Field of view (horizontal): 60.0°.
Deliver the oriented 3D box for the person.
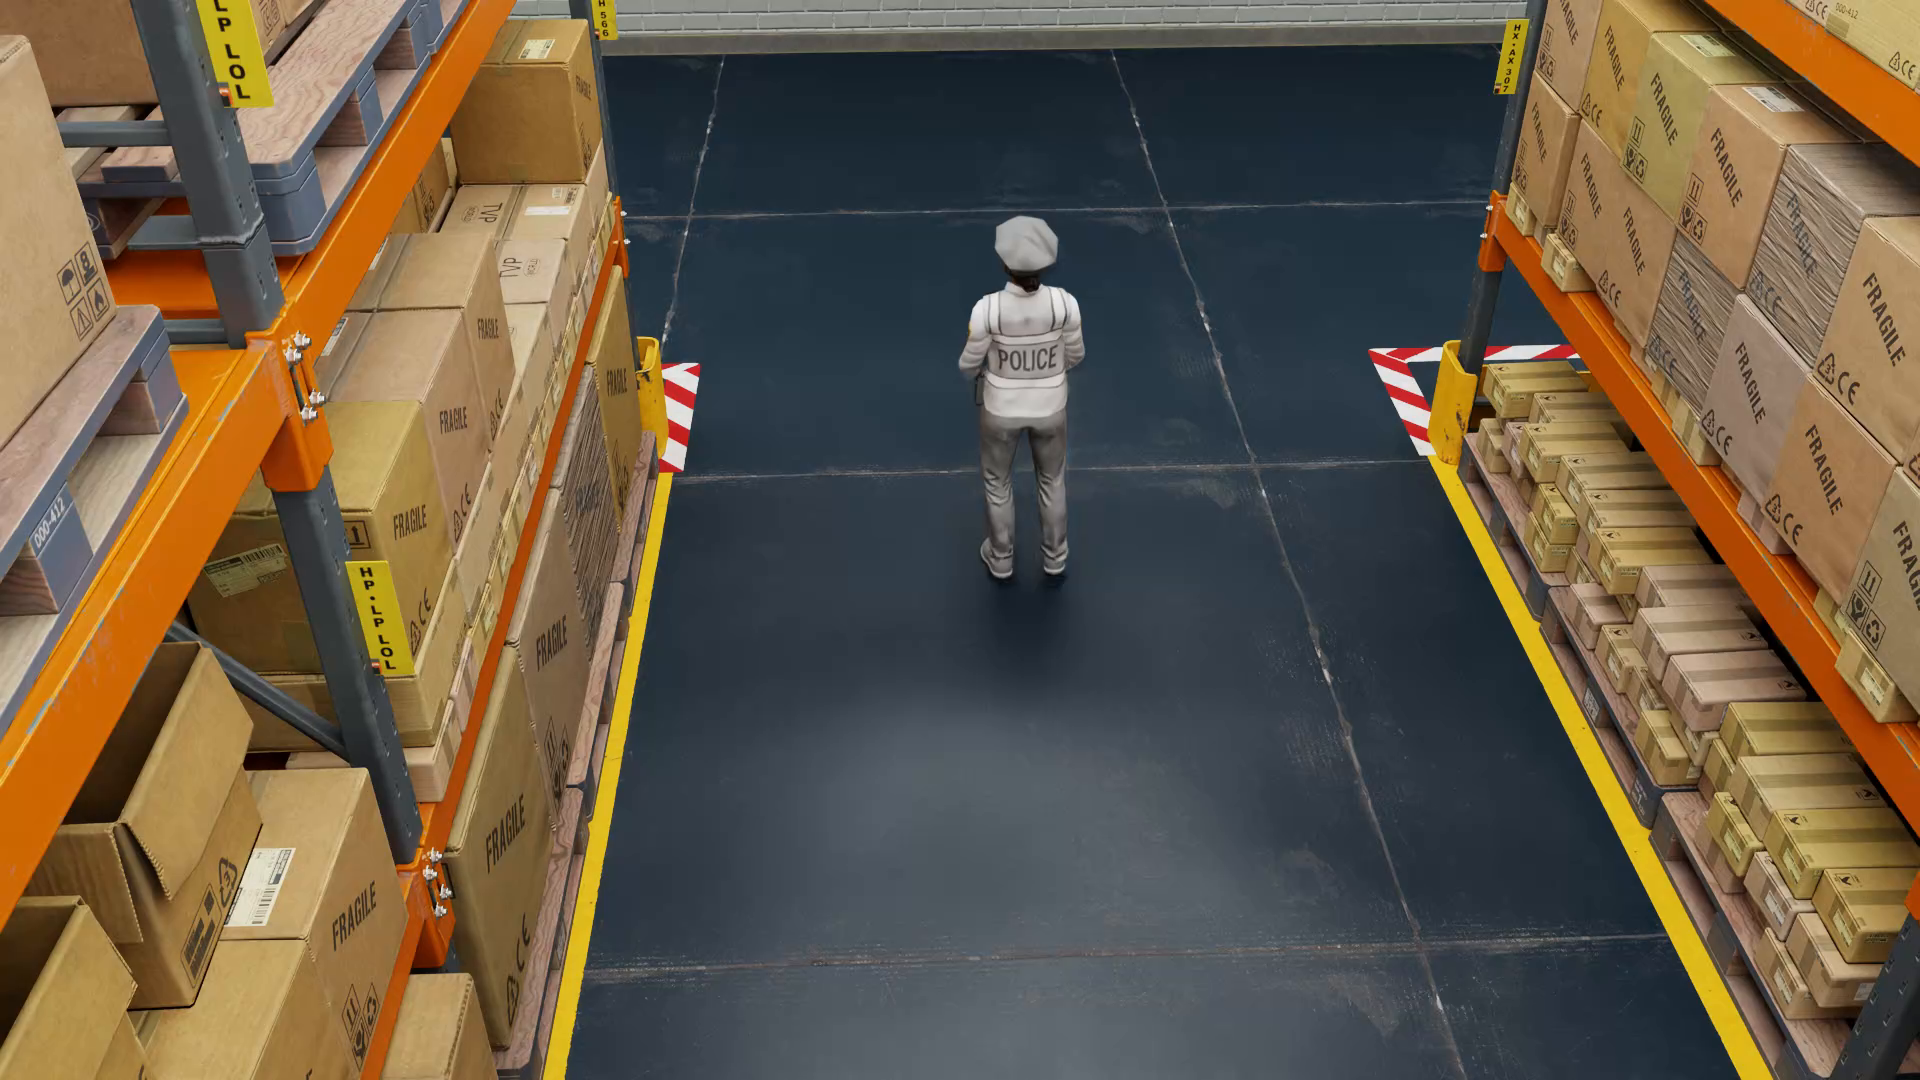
[{"bbox_3d":[0.248,-0.574,6.920,0.520,1.700,0.472,-4,36,-5],"label":"person"}]
